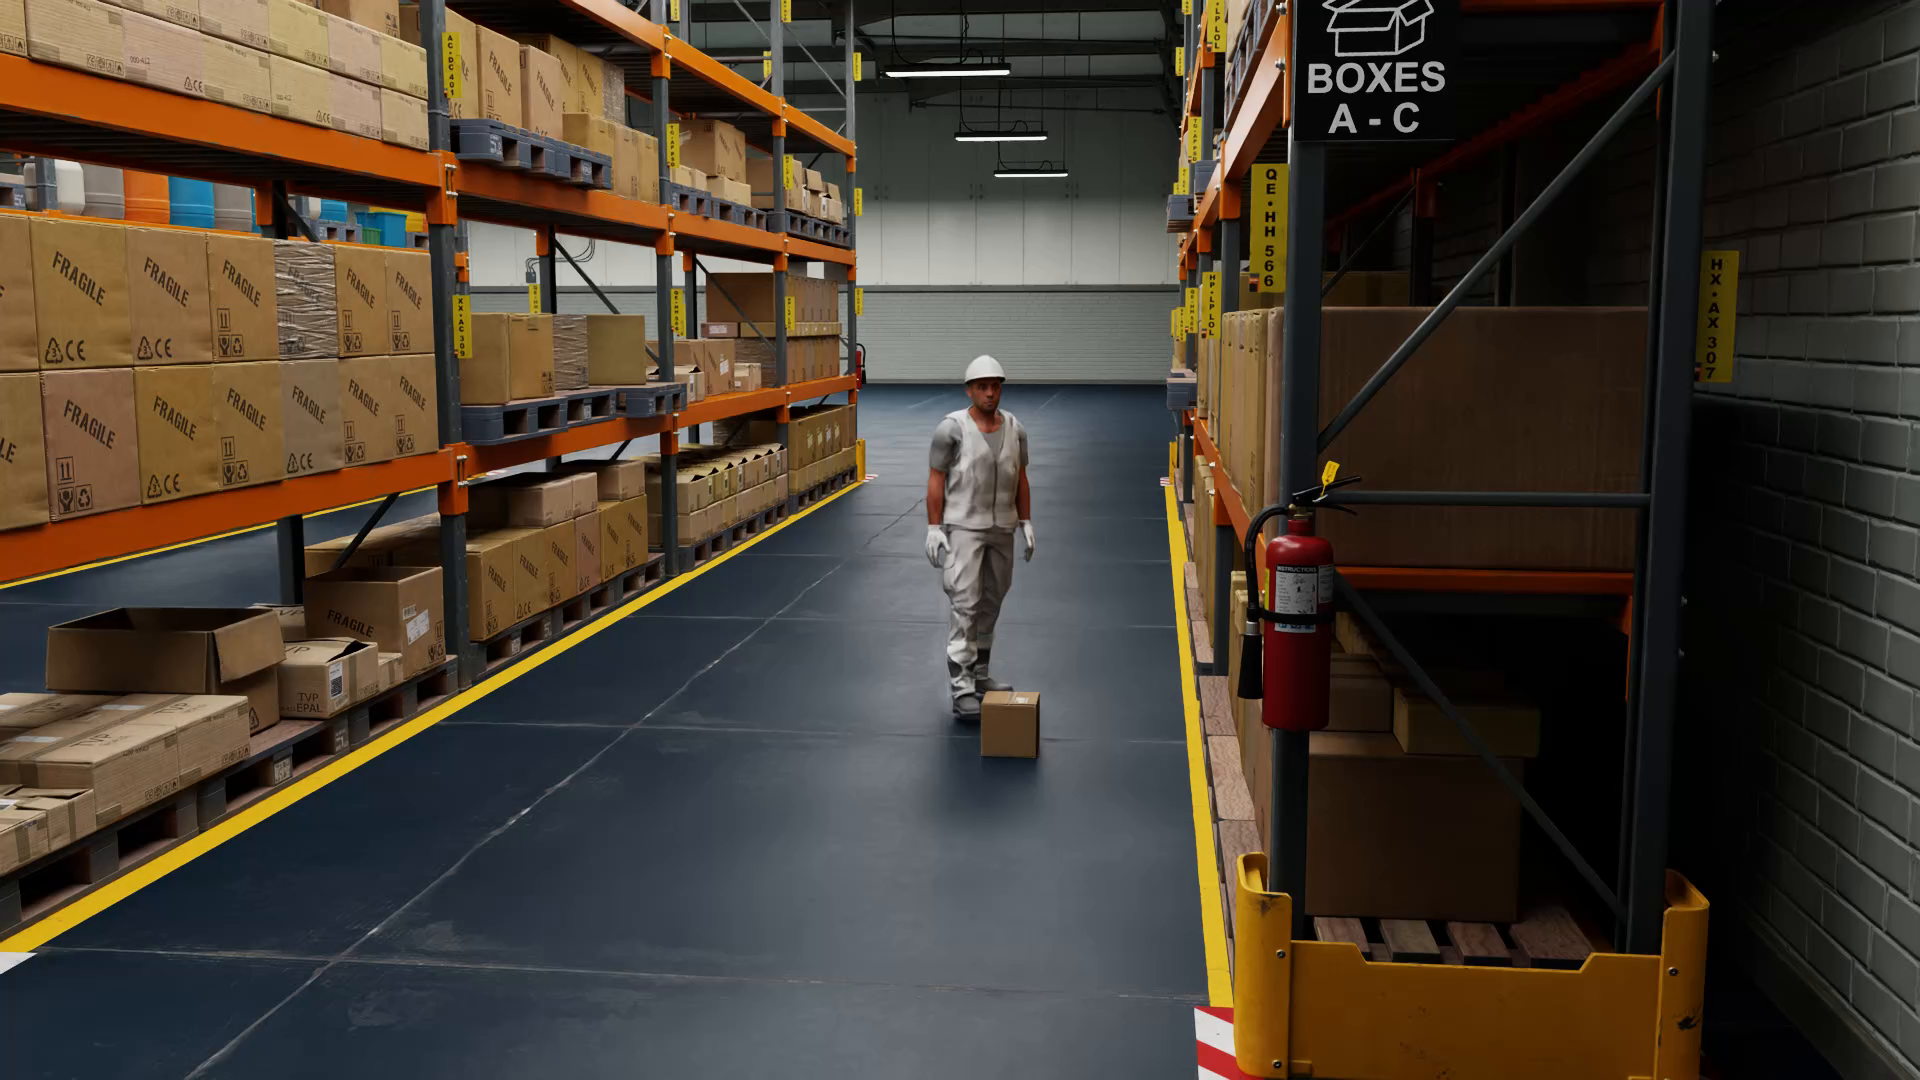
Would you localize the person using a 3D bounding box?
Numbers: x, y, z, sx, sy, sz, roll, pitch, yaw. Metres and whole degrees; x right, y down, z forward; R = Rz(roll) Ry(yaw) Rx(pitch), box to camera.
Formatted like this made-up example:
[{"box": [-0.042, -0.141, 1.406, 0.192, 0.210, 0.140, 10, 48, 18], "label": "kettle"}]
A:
[{"box": [0.147, -0.036, 8.364, 0.613, 1.772, 0.705, -4, 9, -30], "label": "person"}]
